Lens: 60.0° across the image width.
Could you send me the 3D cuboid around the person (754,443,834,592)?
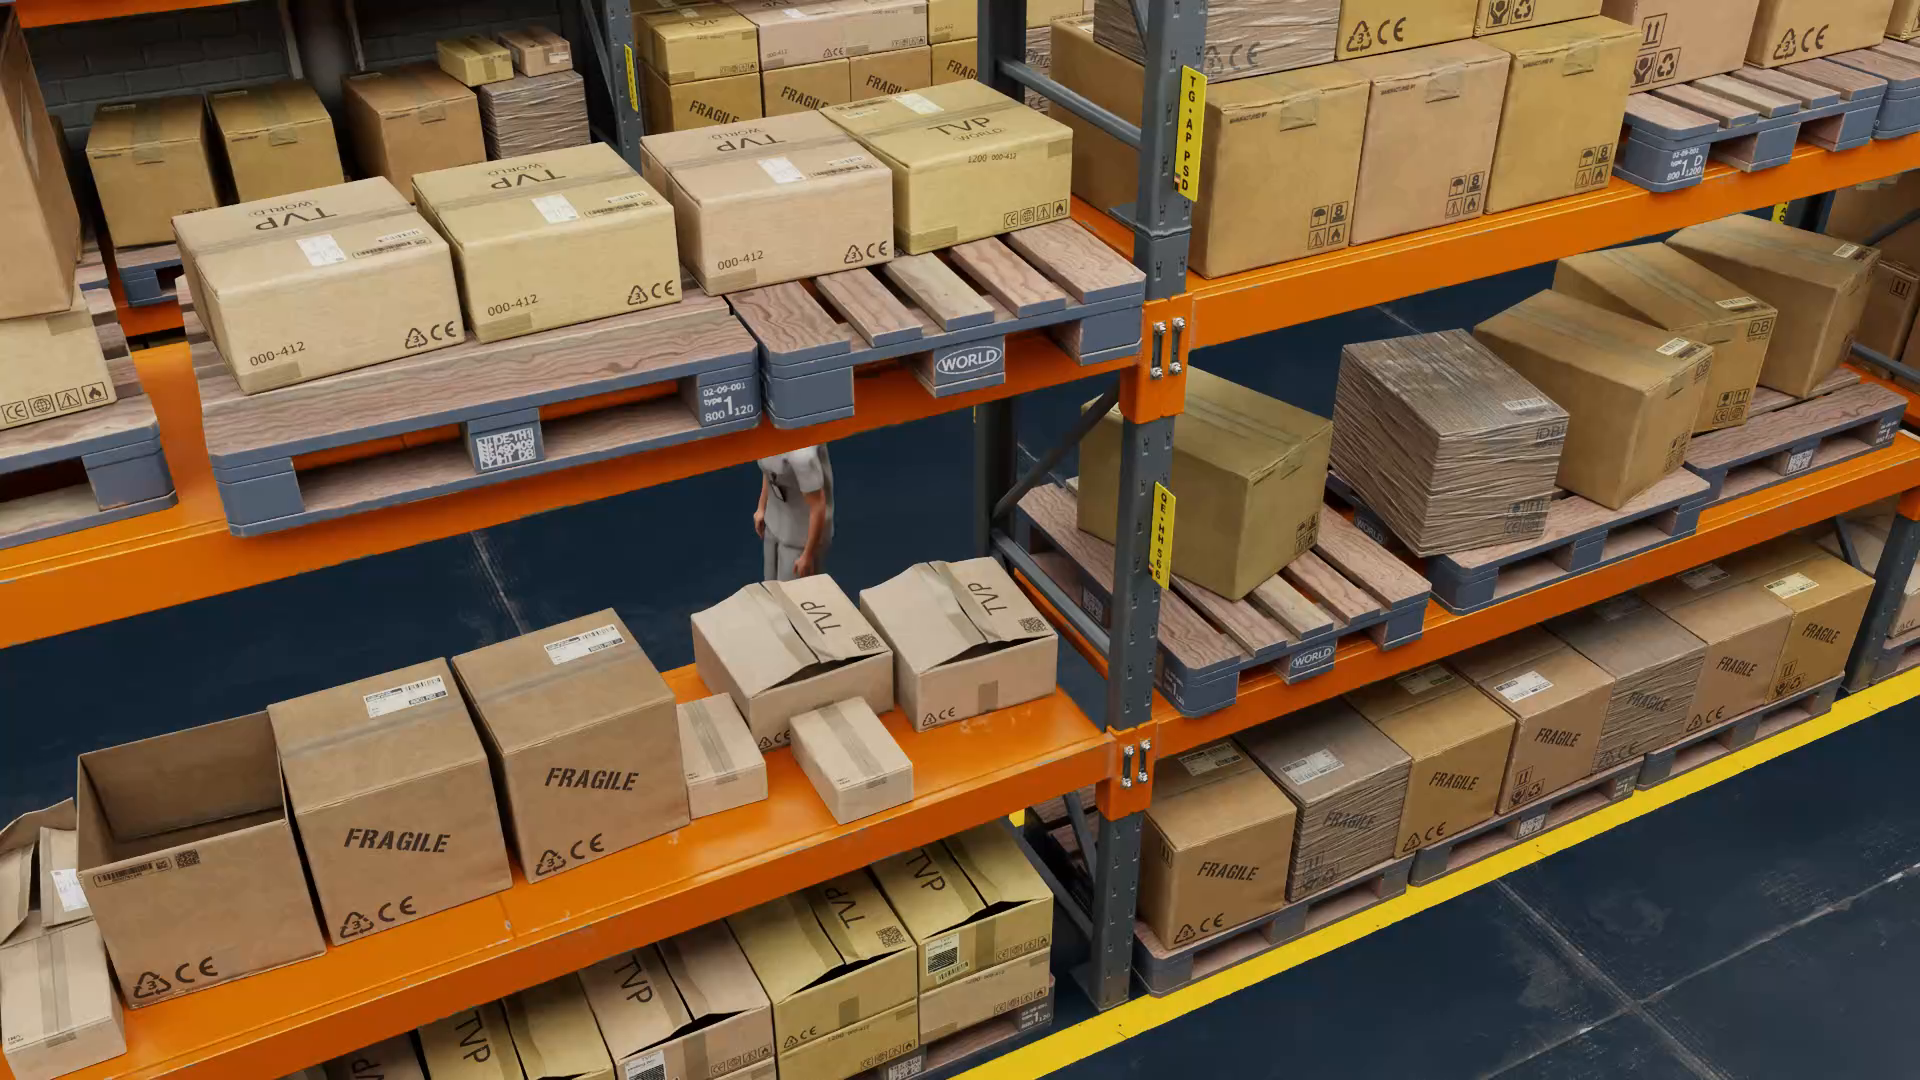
[{"bbox_3d":[-0.754,-0.022,7.175,0.407,1.673,0.510,-18,37,-25],"label":"person"}]
